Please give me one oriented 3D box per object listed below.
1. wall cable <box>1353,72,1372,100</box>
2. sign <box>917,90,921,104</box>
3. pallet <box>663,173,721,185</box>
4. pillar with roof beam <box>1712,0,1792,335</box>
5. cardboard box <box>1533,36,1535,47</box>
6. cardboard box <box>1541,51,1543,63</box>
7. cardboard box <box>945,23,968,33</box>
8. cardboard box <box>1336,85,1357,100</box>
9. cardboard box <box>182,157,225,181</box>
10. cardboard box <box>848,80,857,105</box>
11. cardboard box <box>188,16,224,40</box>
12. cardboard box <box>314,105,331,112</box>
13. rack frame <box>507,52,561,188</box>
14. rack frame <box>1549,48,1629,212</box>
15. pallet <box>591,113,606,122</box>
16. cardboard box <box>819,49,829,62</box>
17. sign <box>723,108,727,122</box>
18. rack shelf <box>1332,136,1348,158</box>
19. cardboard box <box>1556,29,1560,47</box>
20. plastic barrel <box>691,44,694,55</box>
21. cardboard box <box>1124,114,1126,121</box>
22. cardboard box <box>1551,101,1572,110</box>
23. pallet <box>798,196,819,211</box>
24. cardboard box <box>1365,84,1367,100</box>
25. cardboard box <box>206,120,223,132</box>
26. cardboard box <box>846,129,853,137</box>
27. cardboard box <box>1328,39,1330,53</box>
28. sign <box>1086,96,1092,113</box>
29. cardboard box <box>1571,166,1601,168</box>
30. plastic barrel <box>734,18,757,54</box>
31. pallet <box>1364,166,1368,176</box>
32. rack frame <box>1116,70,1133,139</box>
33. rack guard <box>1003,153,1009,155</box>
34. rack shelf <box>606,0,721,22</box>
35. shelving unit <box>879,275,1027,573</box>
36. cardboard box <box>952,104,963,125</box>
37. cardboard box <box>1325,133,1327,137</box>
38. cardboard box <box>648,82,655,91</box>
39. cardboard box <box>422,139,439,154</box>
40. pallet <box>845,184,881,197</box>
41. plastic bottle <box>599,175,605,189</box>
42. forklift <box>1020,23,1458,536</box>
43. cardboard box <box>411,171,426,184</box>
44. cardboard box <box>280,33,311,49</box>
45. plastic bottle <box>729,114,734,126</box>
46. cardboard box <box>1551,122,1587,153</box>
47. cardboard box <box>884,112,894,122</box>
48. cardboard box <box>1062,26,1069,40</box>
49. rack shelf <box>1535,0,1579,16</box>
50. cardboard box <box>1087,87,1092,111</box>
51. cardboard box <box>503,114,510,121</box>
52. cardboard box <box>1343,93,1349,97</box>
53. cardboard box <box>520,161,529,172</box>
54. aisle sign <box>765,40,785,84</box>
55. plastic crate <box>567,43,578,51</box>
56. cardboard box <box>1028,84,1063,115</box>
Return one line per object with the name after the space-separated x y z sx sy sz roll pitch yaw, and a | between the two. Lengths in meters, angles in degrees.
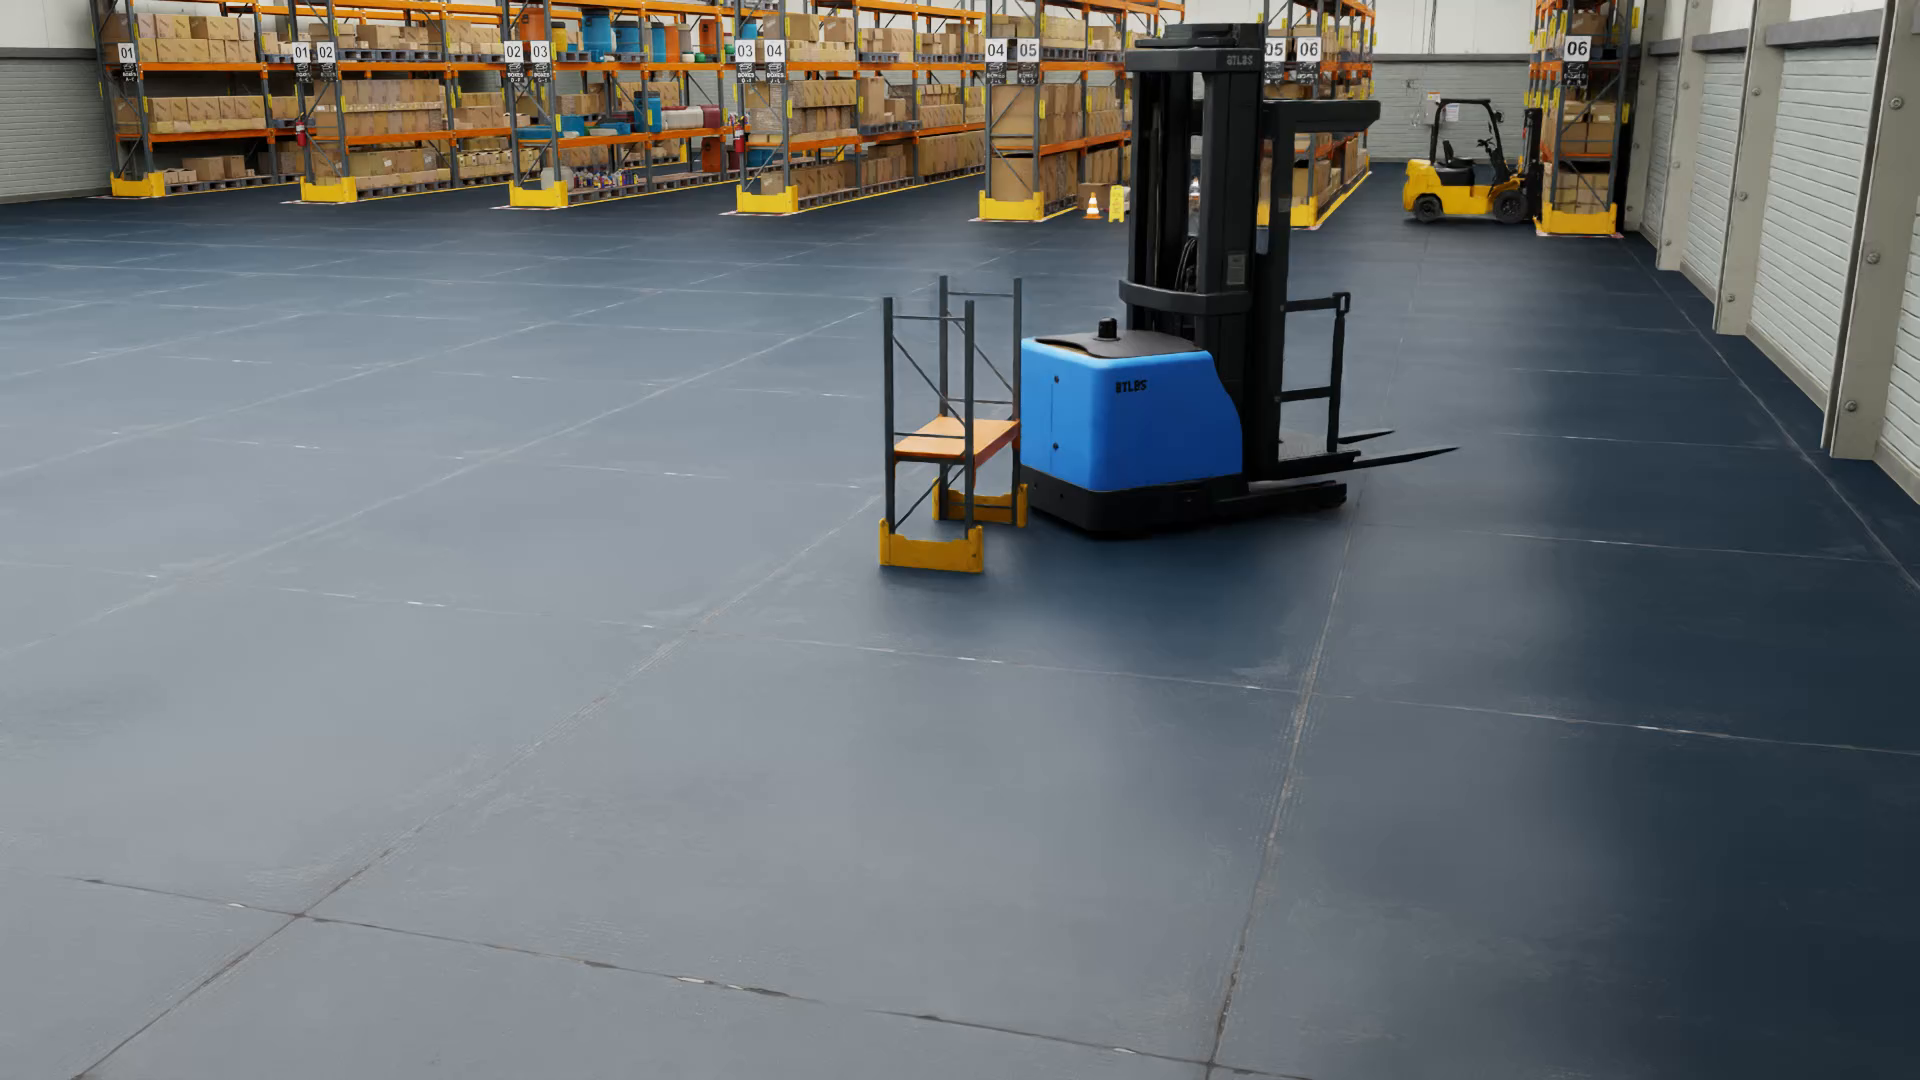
11.862 -13.220 49.022 0.585 1.953 0.123 5 16 16 | wall cable
-0.970 -10.394 39.001 0.100 0.325 0.005 5 16 16 | sign
-6.499 -8.758 40.318 1.003 0.211 1.213 5 16 16 | pallet
4.019 -6.862 17.531 9.100 9.000 0.400 5 16 16 | pillar with roof beam
14.512 -12.381 41.301 0.500 0.250 0.500 5 16 15 | cardboard box
12.965 -10.549 36.301 0.500 0.250 0.500 5 16 16 | cardboard box
-0.083 -13.309 43.246 0.500 0.250 0.500 4 16 12 | cardboard box
8.956 -10.318 38.695 0.500 0.500 0.500 5 17 18 | cardboard box
-17.313 -8.494 38.055 0.700 0.500 0.500 4 16 12 | cardboard box
-2.494 -9.401 34.917 0.500 0.500 0.500 5 16 16 | cardboard box
-17.044 -11.569 37.569 0.500 0.500 0.500 4 16 14 | cardboard box
-13.338 -9.066 34.923 0.380 0.149 0.250 4 16 15 | cardboard box
-8.516 -8.206 33.262 1.000 3.000 0.127 5 16 16 | rack frame
10.495 -6.669 27.845 1.000 3.000 0.127 5 16 16 | rack frame
-10.185 -11.437 45.008 1.003 0.211 1.213 5 16 16 | pallet
-2.954 -9.700 33.308 0.500 0.250 0.500 5 17 18 | cardboard box
-5.713 -10.336 40.475 0.100 0.325 0.005 5 16 16 | sign
7.440 -8.277 34.831 1.077 0.370 4.000 5 16 16 | rack shelf
11.161 -9.167 30.366 0.500 0.311 0.500 5 17 17 | cardboard box
-6.624 -11.738 40.014 0.421 0.512 0.421 0 16 0 | plastic barrel
3.630 -9.756 38.420 0.380 0.149 0.250 5 17 19 | cardboard box
11.033 -7.956 30.466 0.380 0.149 0.250 5 17 17 | cardboard box
-3.480 -6.710 33.099 1.003 0.211 1.213 5 16 16 | pallet
9.964 -11.224 41.889 0.500 0.500 0.500 5 16 15 | cardboard box
-17.141 -9.416 37.769 0.500 0.250 0.500 5 17 16 | cardboard box
-2.490 -8.604 35.125 0.380 0.149 0.250 5 16 16 | cardboard box
6.409 -8.946 30.106 0.500 0.250 0.500 5 17 18 | cardboard box
2.629 -8.869 33.869 0.100 0.325 0.005 5 16 16 | sign
11.391 -6.667 30.275 0.500 0.250 0.500 5 17 16 | cardboard box
-5.444 -12.773 42.180 0.600 0.901 0.708 5 16 16 | plastic barrel
10.129 -9.682 43.579 1.003 0.211 1.213 5 16 16 | pallet
4.370 -10.550 41.528 1.000 3.000 0.127 5 16 16 | rack frame
0.787 -10.811 47.030 1.175 0.500 0.348 5 16 16 | rack guard
-6.810 -12.123 38.131 1.077 0.370 4.000 5 16 16 | rack shelf
-0.022 -0.702 9.554 0.587 1.500 1.083 5 16 16 | shelving unit
-0.228 -10.866 42.457 0.500 0.500 0.500 5 16 16 | cardboard box
6.560 -7.750 30.926 0.500 0.500 0.500 4 16 15 | cardboard box
-9.011 -12.766 47.323 0.500 0.500 0.500 5 17 18 | cardboard box
-14.914 -10.868 45.820 0.750 0.750 0.750 5 17 18 | cardboard box
-2.410 -7.730 36.697 1.003 0.211 1.213 5 16 16 | pallet
-7.620 -7.619 35.364 0.061 0.283 0.133 5 17 17 | plastic bottle
1.871 -1.702 10.459 3.031 2.935 1.130 -8 18 -27 | forklift
-12.329 -8.116 37.216 0.500 0.250 0.500 5 16 16 | cardboard box
-16.295 -12.173 40.800 0.500 0.500 0.500 4 16 14 | cardboard box
-5.672 -10.413 41.259 0.061 0.283 0.133 5 16 16 | plastic bottle
10.383 -6.866 28.357 0.500 0.500 0.500 4 16 15 | cardboard box
-1.708 -9.595 37.636 0.396 0.266 0.258 4 16 14 | cardboard box
1.772 -9.677 31.730 0.500 0.250 0.500 5 16 16 | cardboard box
14.473 -12.870 40.039 1.077 0.370 4.000 5 16 16 | rack shelf
2.376 -9.251 34.933 0.700 0.500 0.500 4 16 15 | cardboard box
-11.430 -10.422 41.239 0.500 0.311 0.500 4 16 15 | cardboard box
8.145 -9.399 35.971 0.500 0.500 0.500 4 16 14 | cardboard box
-11.049 -9.271 41.289 0.500 0.250 0.500 4 16 15 | cardboard box
-3.497 -9.033 31.414 0.394 0.787 0.004 5 16 16 | aisle sign
-8.262 -10.163 34.697 0.392 0.384 0.575 5 16 16 | plastic crate
1.460 -8.383 31.635 0.875 0.550 0.550 5 16 16 | cardboard box
